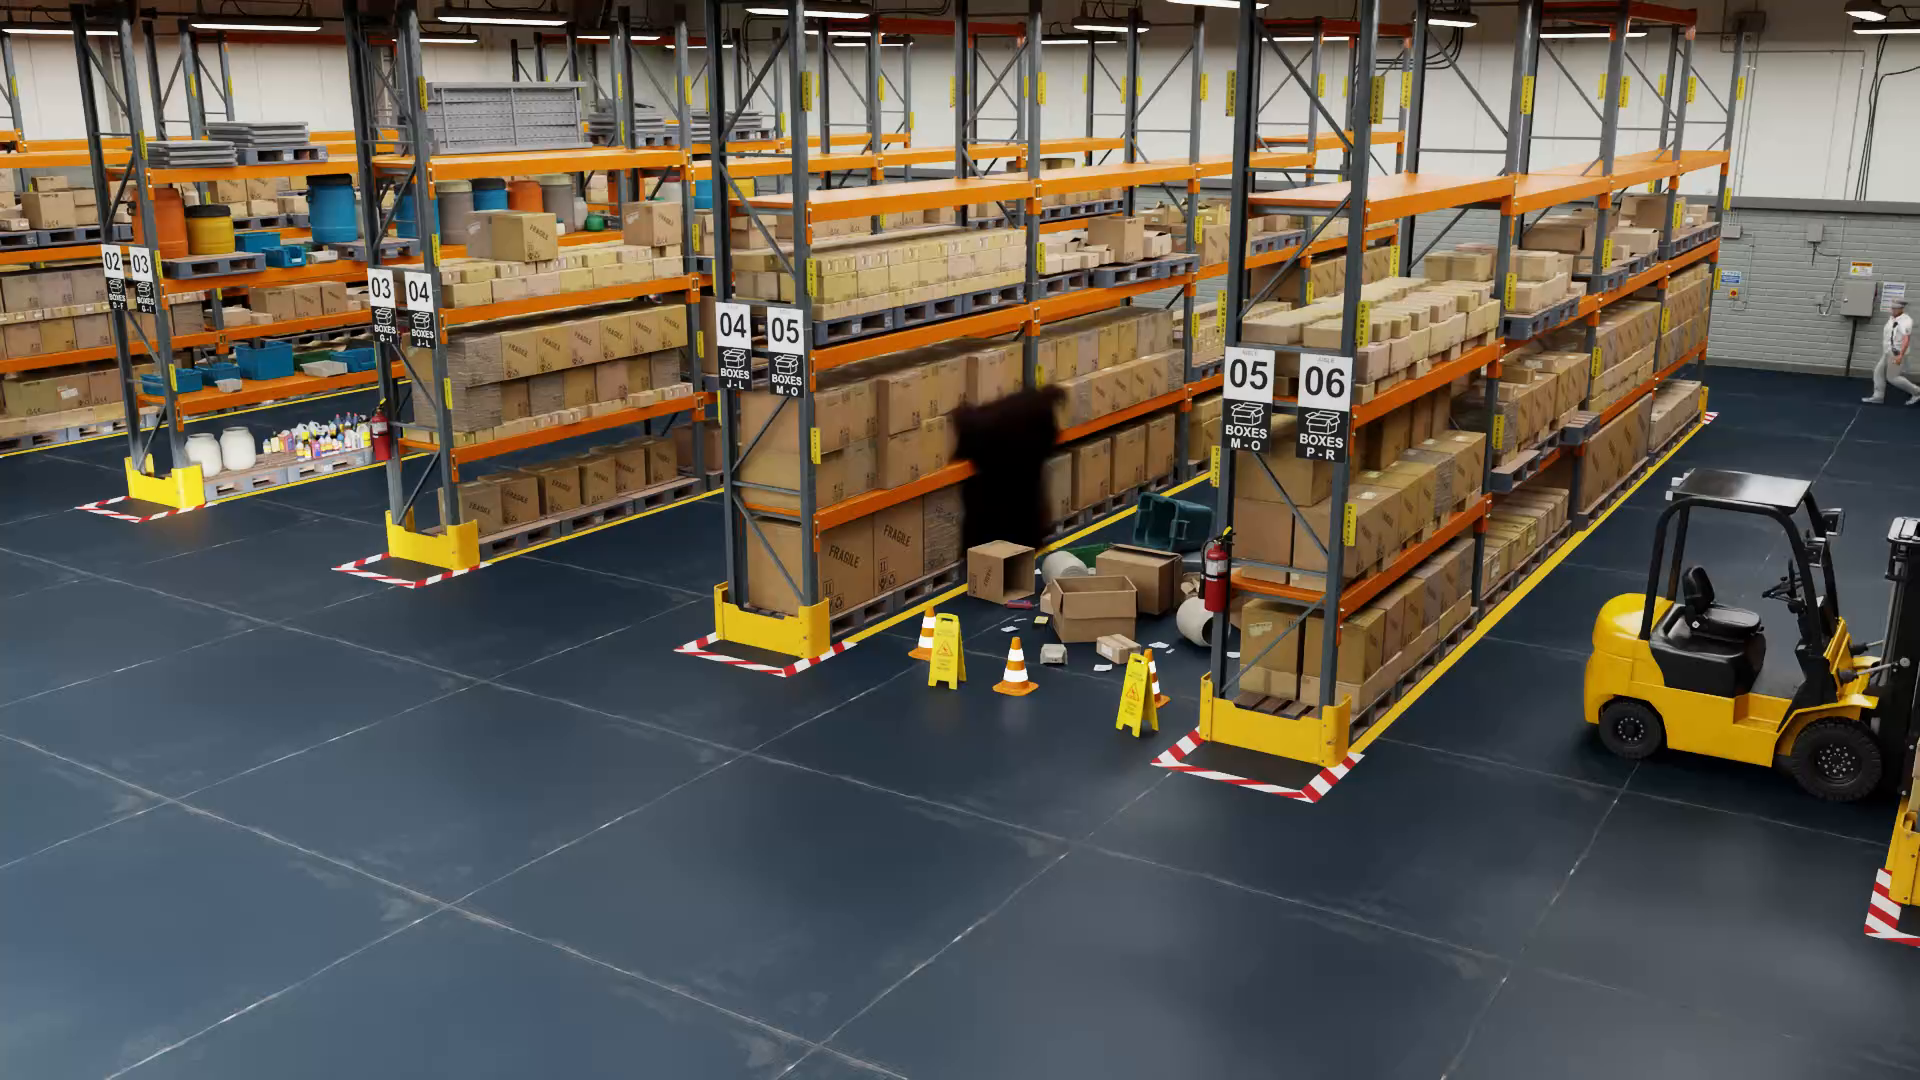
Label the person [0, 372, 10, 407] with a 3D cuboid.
[{"bbox_3d":[-14.841,-2.590,25.414,0.561,1.758,0.478,-8,17,-26],"label":"person"}]

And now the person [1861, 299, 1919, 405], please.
[{"bbox_3d":[15.175,-3.036,26.868,0.876,1.714,0.571,7,17,25],"label":"person"}]
